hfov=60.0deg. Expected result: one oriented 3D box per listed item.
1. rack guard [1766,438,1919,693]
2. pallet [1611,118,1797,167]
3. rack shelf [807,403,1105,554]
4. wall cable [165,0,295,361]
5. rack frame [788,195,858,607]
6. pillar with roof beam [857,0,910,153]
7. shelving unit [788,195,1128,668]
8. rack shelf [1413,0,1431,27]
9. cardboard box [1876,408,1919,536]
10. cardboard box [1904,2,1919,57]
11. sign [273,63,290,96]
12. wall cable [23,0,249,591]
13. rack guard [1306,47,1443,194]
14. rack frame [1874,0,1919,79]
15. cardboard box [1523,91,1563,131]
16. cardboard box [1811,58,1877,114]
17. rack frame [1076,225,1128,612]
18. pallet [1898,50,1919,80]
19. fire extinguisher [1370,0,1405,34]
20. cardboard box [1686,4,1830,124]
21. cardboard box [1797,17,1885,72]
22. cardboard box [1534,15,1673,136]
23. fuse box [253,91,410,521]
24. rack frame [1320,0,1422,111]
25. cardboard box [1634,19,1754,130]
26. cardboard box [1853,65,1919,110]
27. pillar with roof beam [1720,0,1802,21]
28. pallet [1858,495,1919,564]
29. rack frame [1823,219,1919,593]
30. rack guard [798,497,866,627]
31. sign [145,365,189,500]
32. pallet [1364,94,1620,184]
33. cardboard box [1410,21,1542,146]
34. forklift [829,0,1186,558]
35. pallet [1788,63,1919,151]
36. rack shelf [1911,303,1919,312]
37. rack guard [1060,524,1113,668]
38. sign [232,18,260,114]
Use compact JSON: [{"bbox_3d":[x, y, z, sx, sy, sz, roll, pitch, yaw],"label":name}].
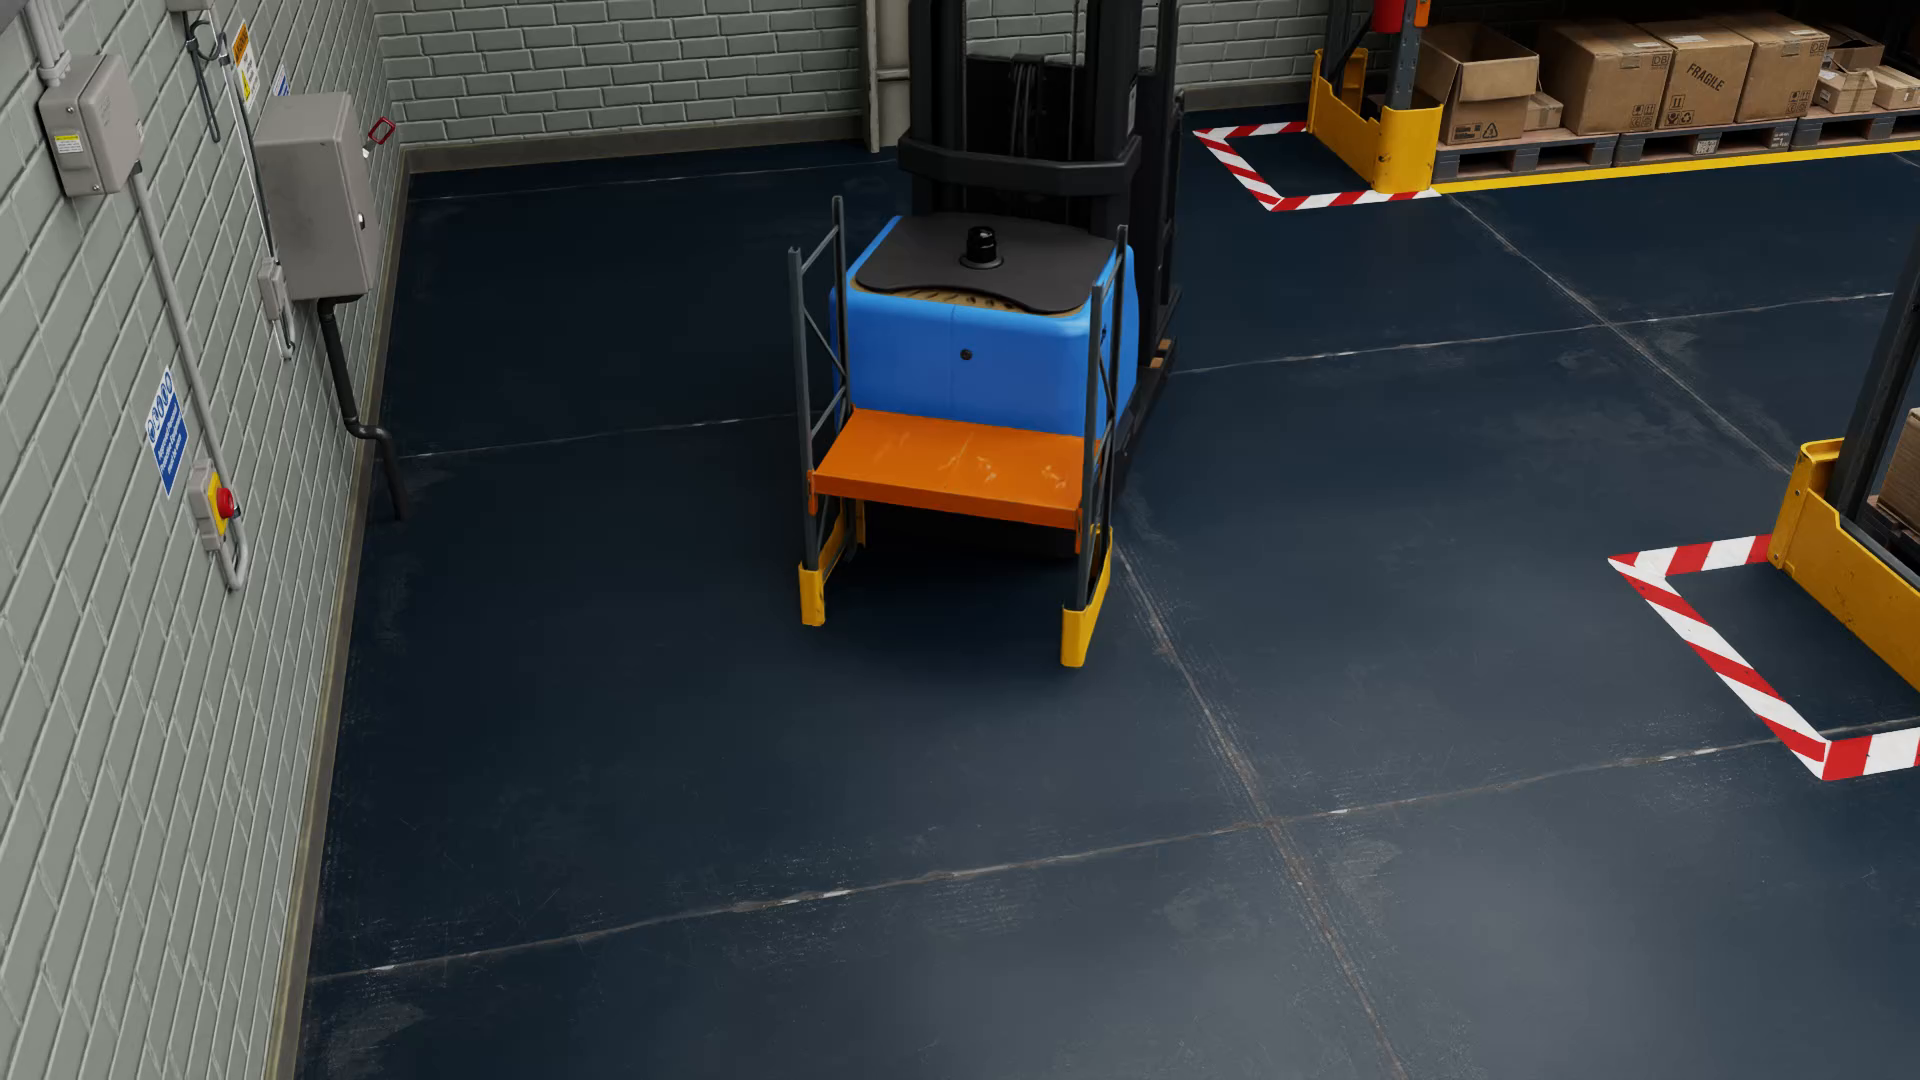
[{"bbox_3d":[3.506,0.136,6.098,0.348,0.500,1.175,-7,35,-11],"label":"rack guard"},{"bbox_3d":[4.470,-2.700,10.584,1.213,0.211,1.003,-7,35,-11],"label":"pallet"},{"bbox_3d":[0.002,-0.236,6.079,1.000,0.185,0.538,8,35,12],"label":"rack shelf"},{"bbox_3d":[-2.290,-1.390,5.217,0.122,1.984,0.588,-7,35,-11],"label":"wall cable"},{"bbox_3d":[-0.490,-0.457,6.085,0.032,1.500,0.500,8,35,12],"label":"rack frame"},{"bbox_3d":[0.552,-3.911,4.503,0.400,9.000,9.100,-7,35,-11],"label":"pillar with roof beam"},{"bbox_3d":[-0.007,-0.387,5.981,1.083,1.500,0.587,8,35,12],"label":"shelving unit"},{"bbox_3d":[4.381,-3.549,9.992,4.000,0.370,1.077,-7,35,-11],"label":"rack shelf"},{"bbox_3d":[4.151,-0.150,6.205,0.875,0.438,0.875,-8,35,-12],"label":"cardboard box"},{"bbox_3d":[6.746,-3.451,11.067,0.500,0.500,0.500,-7,35,-11],"label":"cardboard box"},{"bbox_3d":[-2.598,-1.562,6.471,0.001,0.494,0.329,-7,35,-11],"label":"sign"},{"bbox_3d":[-1.965,-0.633,4.062,0.123,1.953,0.585,-7,35,-11],"label":"wall cable"},{"bbox_3d":[2.505,-2.573,10.136,0.348,0.500,1.175,-7,35,-11],"label":"rack guard"},{"bbox_3d":[6.332,-4.093,10.158,0.127,3.000,1.000,-7,35,-11],"label":"rack frame"},{"bbox_3d":[3.471,-2.647,10.184,0.250,0.149,0.380,-9,35,-12],"label":"cardboard box"},{"bbox_3d":[5.505,-2.860,10.397,0.258,0.266,0.396,-6,34,-9],"label":"cardboard box"},{"bbox_3d":[0.494,-0.314,5.872,0.032,1.500,0.500,8,35,12],"label":"rack frame"},{"bbox_3d":[7.117,-3.056,11.115,1.213,0.211,1.003,-7,35,-11],"label":"pallet"},{"bbox_3d":[2.389,-3.145,9.149,0.183,0.674,0.296,-7,35,-11],"label":"fire extinguisher"},{"bbox_3d":[4.903,-2.973,10.355,0.500,0.500,0.700,-8,35,-12],"label":"cardboard box"},{"bbox_3d":[5.635,-3.199,10.861,0.500,0.311,0.500,-6,34,-9],"label":"cardboard box"},{"bbox_3d":[3.890,-2.846,10.165,0.500,0.500,0.700,-6,34,-9],"label":"cardboard box"},{"bbox_3d":[-2.287,-0.823,6.441,0.414,1.711,0.539,-7,35,-11],"label":"fuse box"},{"bbox_3d":[2.431,-3.602,9.425,0.127,3.000,1.000,-7,35,-11],"label":"rack frame"},{"bbox_3d":[4.428,-2.856,10.181,0.500,0.500,0.500,-7,34,-10],"label":"cardboard box"},{"bbox_3d":[5.853,-2.856,10.495,0.250,0.149,0.380,-8,35,-12],"label":"cardboard box"},{"bbox_3d":[6.404,-4.649,5.602,0.400,9.000,9.100,-7,35,-11],"label":"pillar with roof beam"},{"bbox_3d":[4.292,0.113,6.393,1.213,0.211,1.003,-7,35,-11],"label":"pallet"},{"bbox_3d":[3.529,-0.904,5.406,0.127,3.000,1.000,-7,35,-11],"label":"rack frame"},{"bbox_3d":[-0.489,0.062,6.433,0.087,0.250,0.587,8,35,12],"label":"rack guard"},{"bbox_3d":[-2.014,-0.277,4.228,0.001,0.218,0.327,-7,35,-11],"label":"sign"},{"bbox_3d":[3.282,-2.552,10.363,1.213,0.211,1.003,-7,35,-11],"label":"pallet"},{"bbox_3d":[3.048,-2.763,10.039,0.637,0.503,0.797,-9,35,-12],"label":"cardboard box"},{"bbox_3d":[0.405,-1.962,7.044,1.130,2.935,3.031,10,35,14],"label":"forklift"},{"bbox_3d":[5.662,-2.852,10.810,1.213,0.211,1.003,-7,35,-11],"label":"pallet"},{"bbox_3d":[5.480,-0.852,5.973,4.000,0.370,1.077,-7,35,-11],"label":"rack shelf"},{"bbox_3d":[0.475,0.202,6.225,0.087,0.250,0.587,8,35,12],"label":"rack guard"},{"bbox_3d":[-2.476,-1.646,5.769,0.001,0.242,0.339,-7,35,-11],"label":"sign"}]
